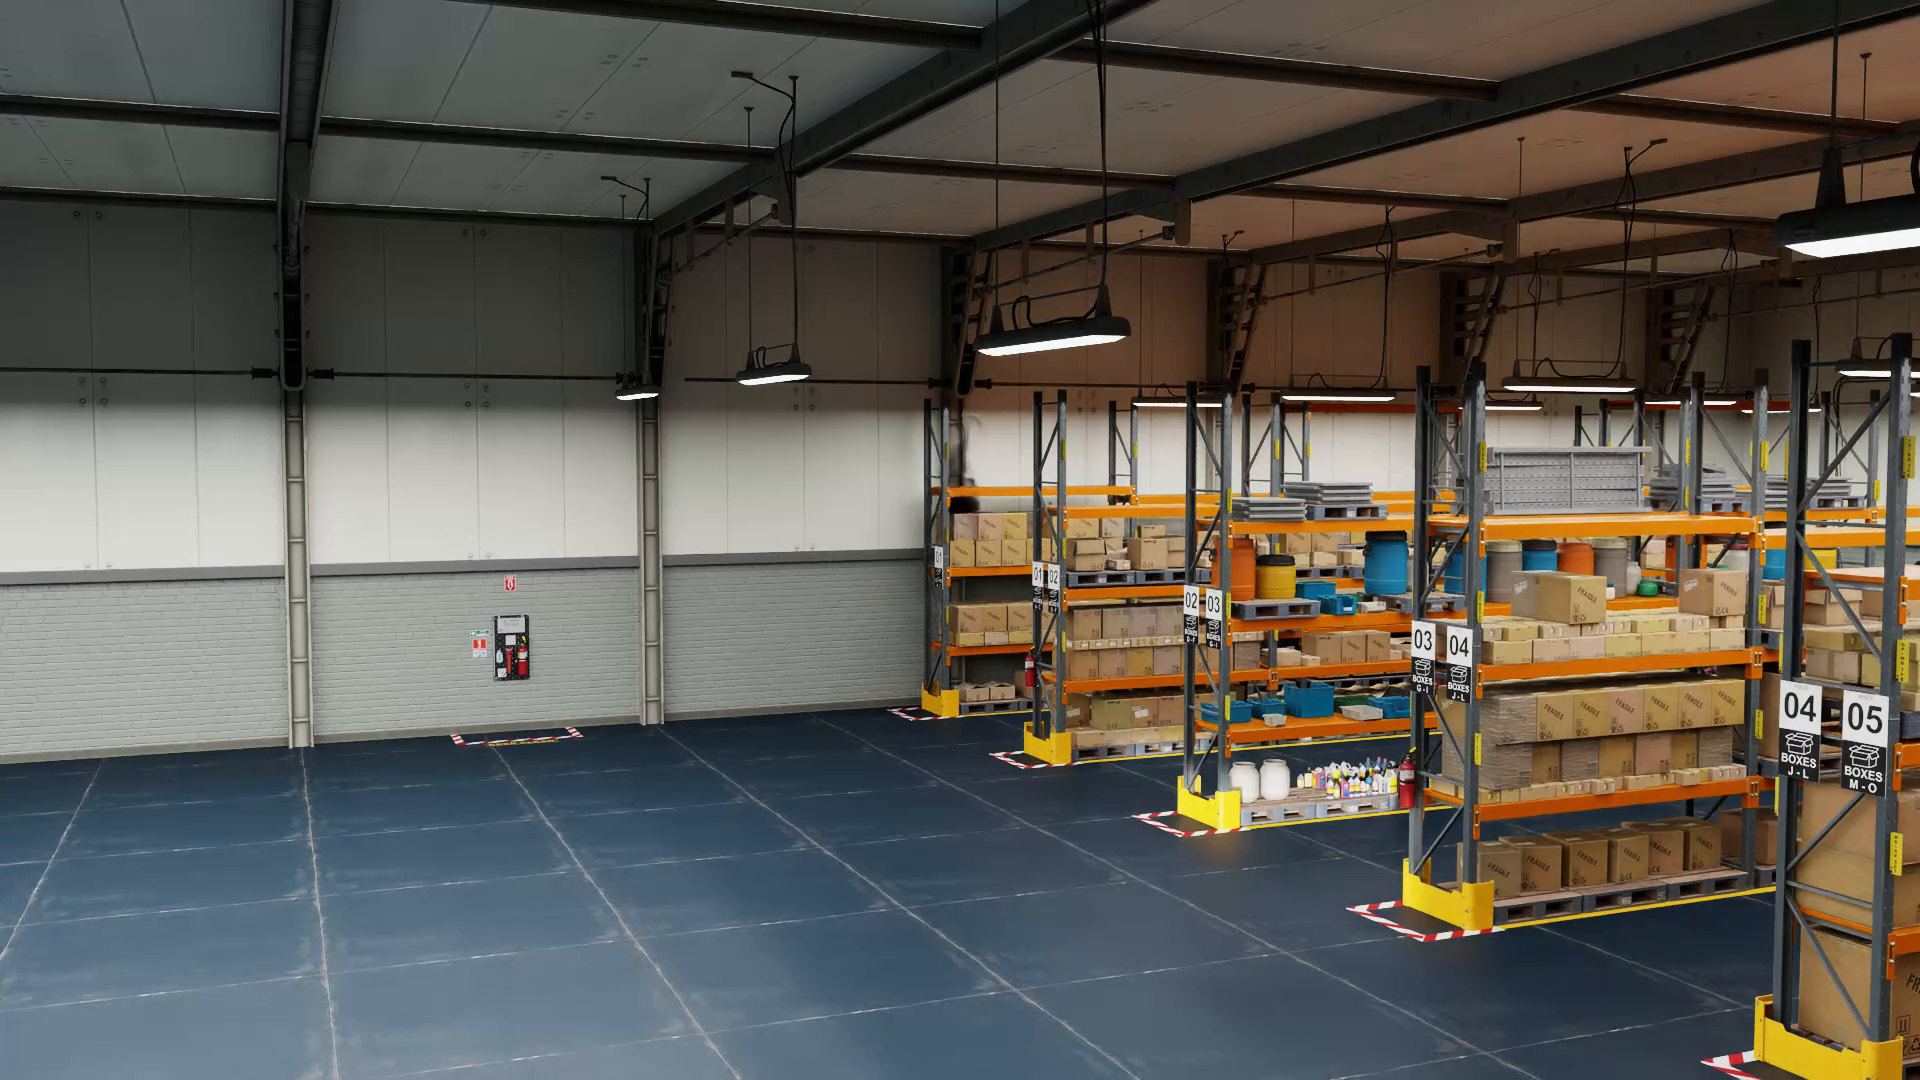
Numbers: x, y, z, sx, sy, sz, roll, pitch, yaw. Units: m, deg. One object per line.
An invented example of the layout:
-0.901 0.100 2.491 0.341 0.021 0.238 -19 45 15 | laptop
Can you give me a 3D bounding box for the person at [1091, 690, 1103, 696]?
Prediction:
2.629 2.482 29.591 0.834 1.631 0.669 -2 4 -35 | person
